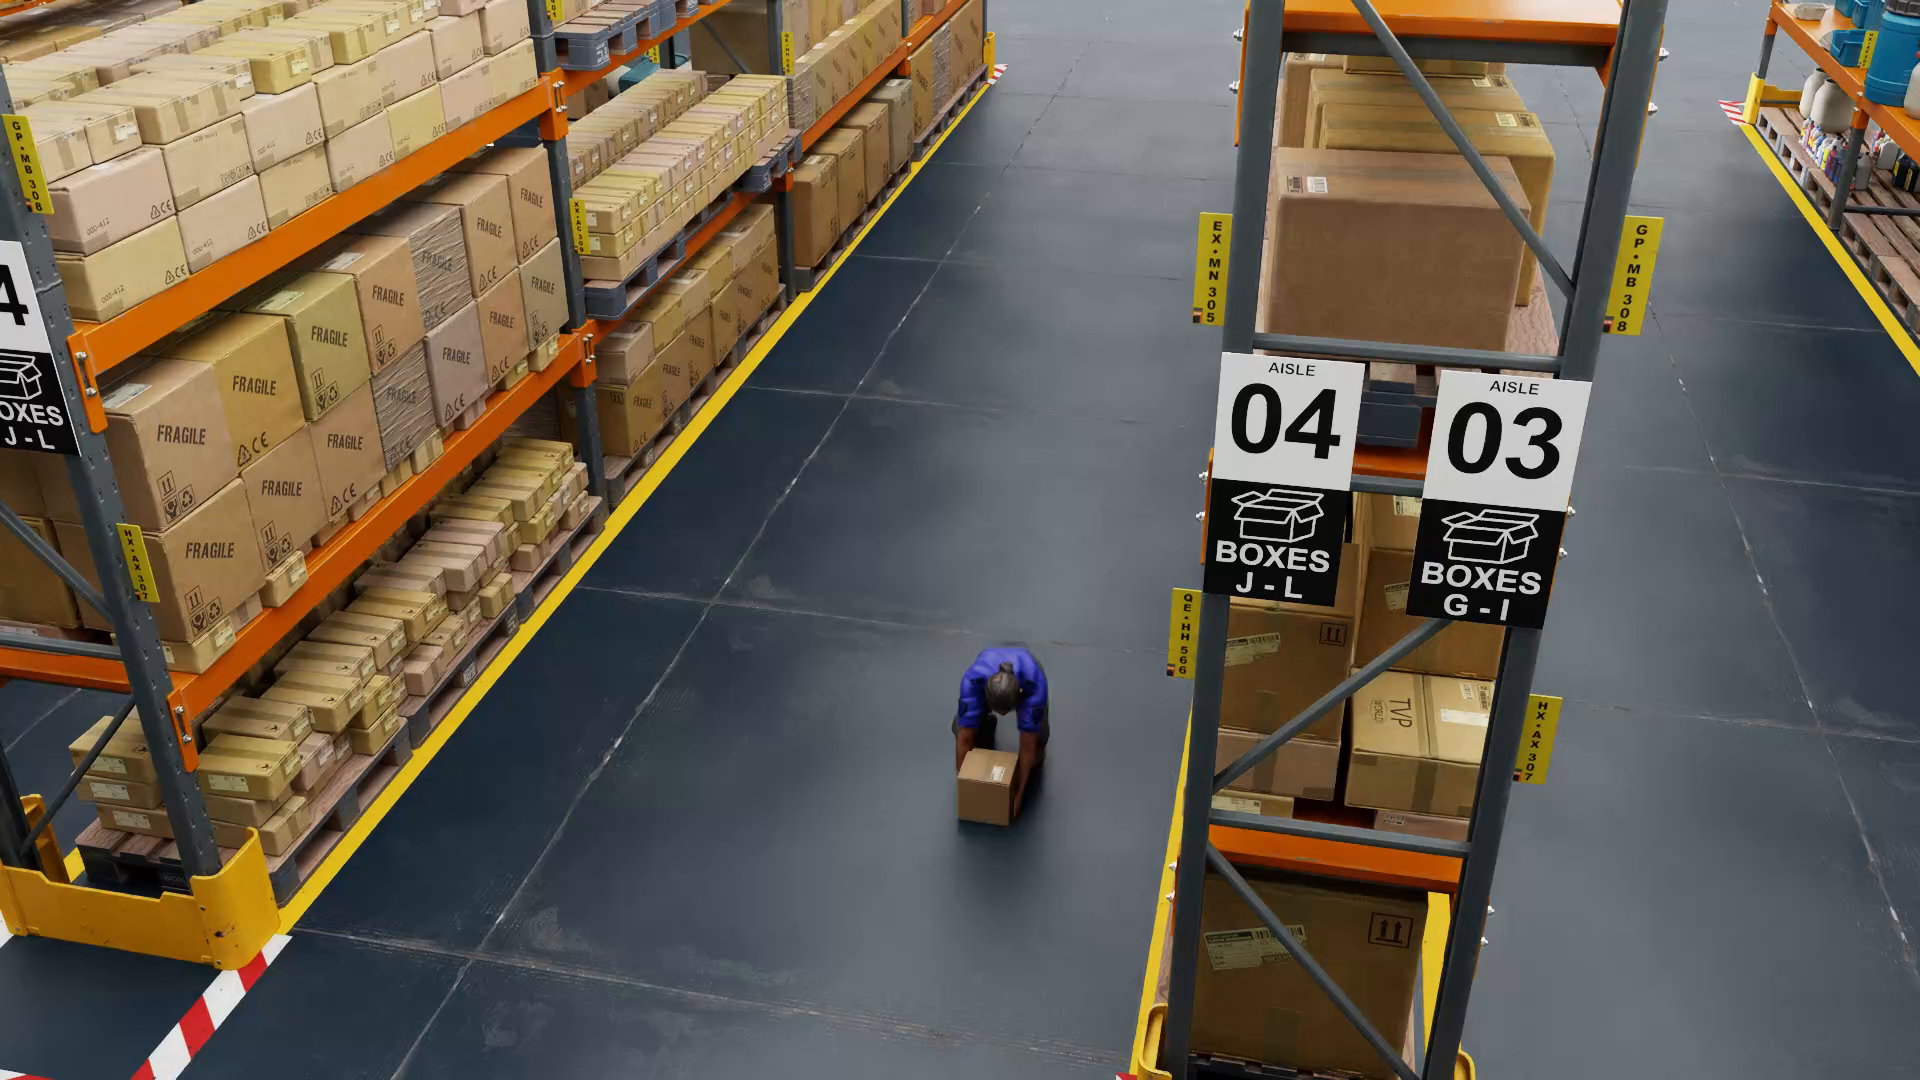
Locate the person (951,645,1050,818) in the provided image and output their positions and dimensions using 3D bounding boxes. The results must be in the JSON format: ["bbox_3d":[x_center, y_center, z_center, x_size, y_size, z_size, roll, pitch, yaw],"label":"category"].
[{"bbox_3d":[0.209,0.828,8.120,0.483,0.794,0.830,6,30,10],"label":"person"}]
